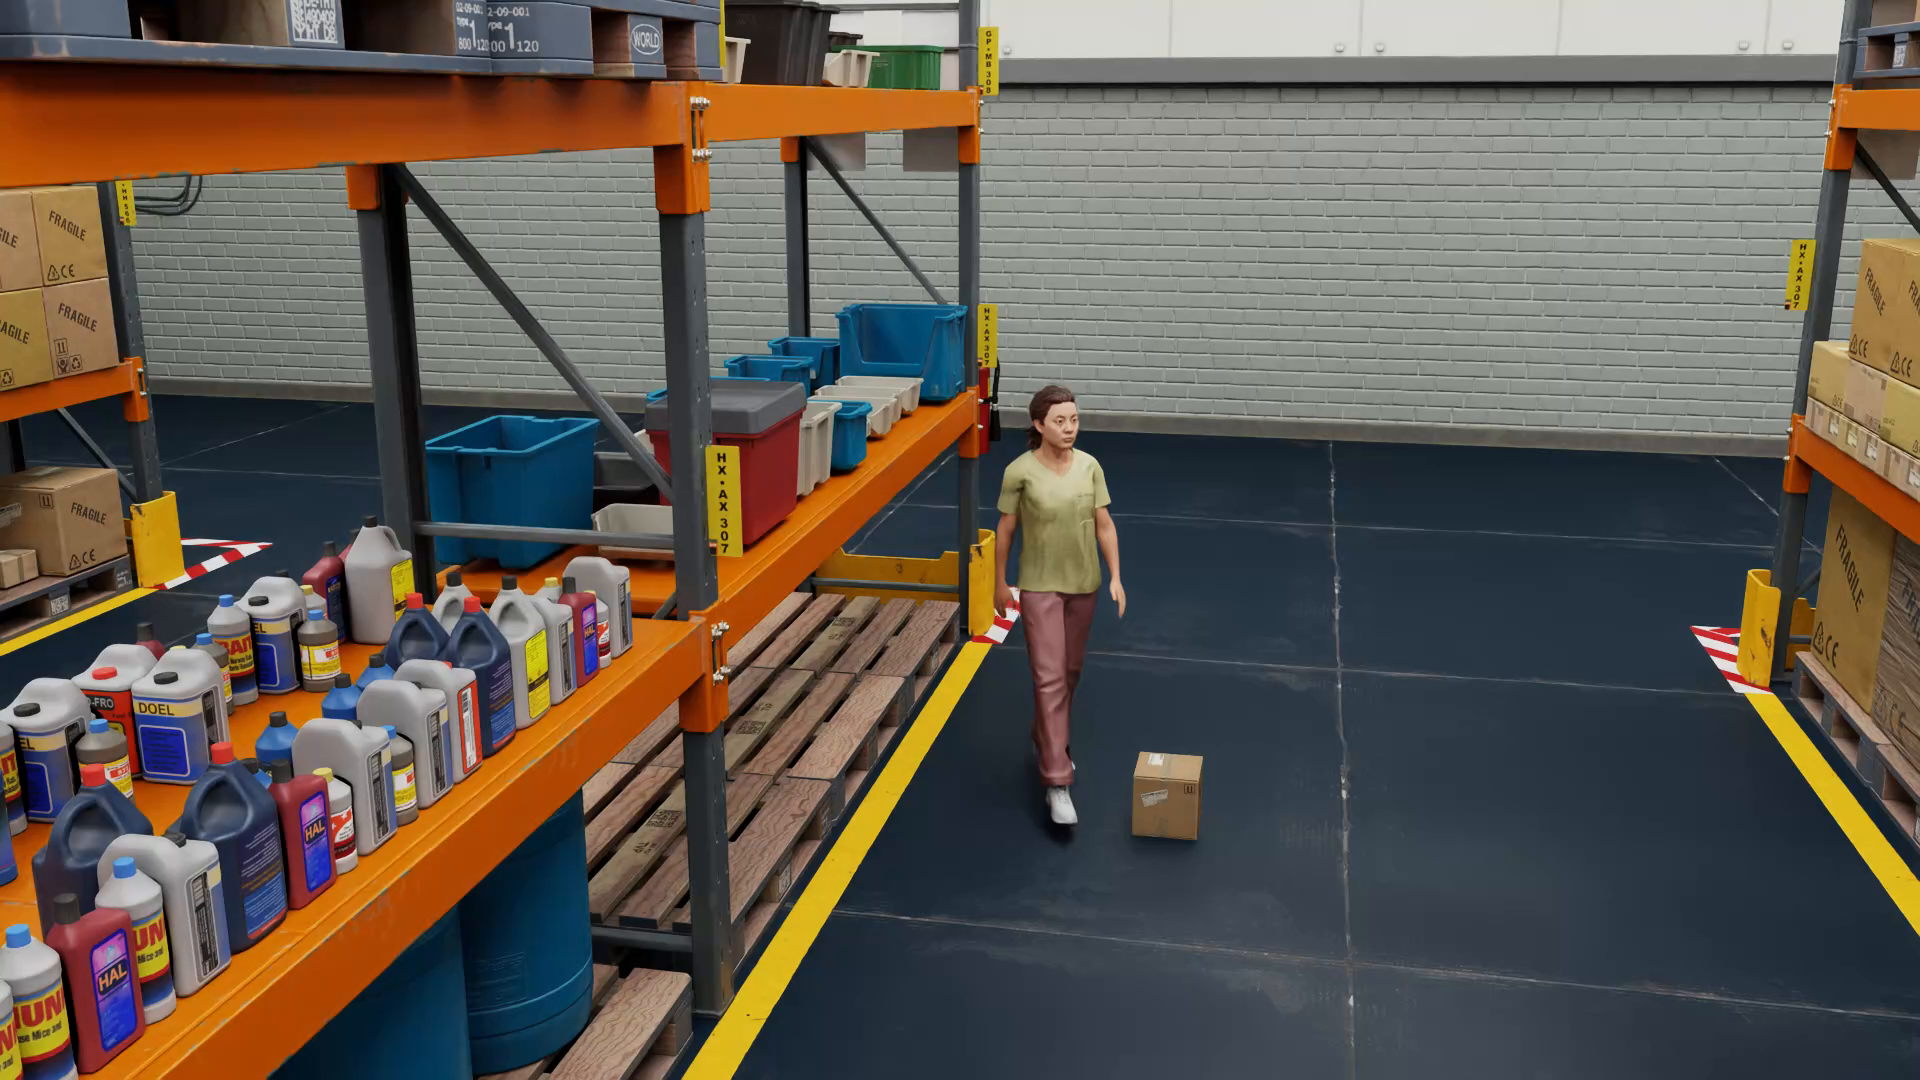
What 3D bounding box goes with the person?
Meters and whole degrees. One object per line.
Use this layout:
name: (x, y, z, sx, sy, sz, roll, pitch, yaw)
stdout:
person: (0.449, 0.229, 6.612, 0.469, 1.644, 0.853, -5, 16, -20)
